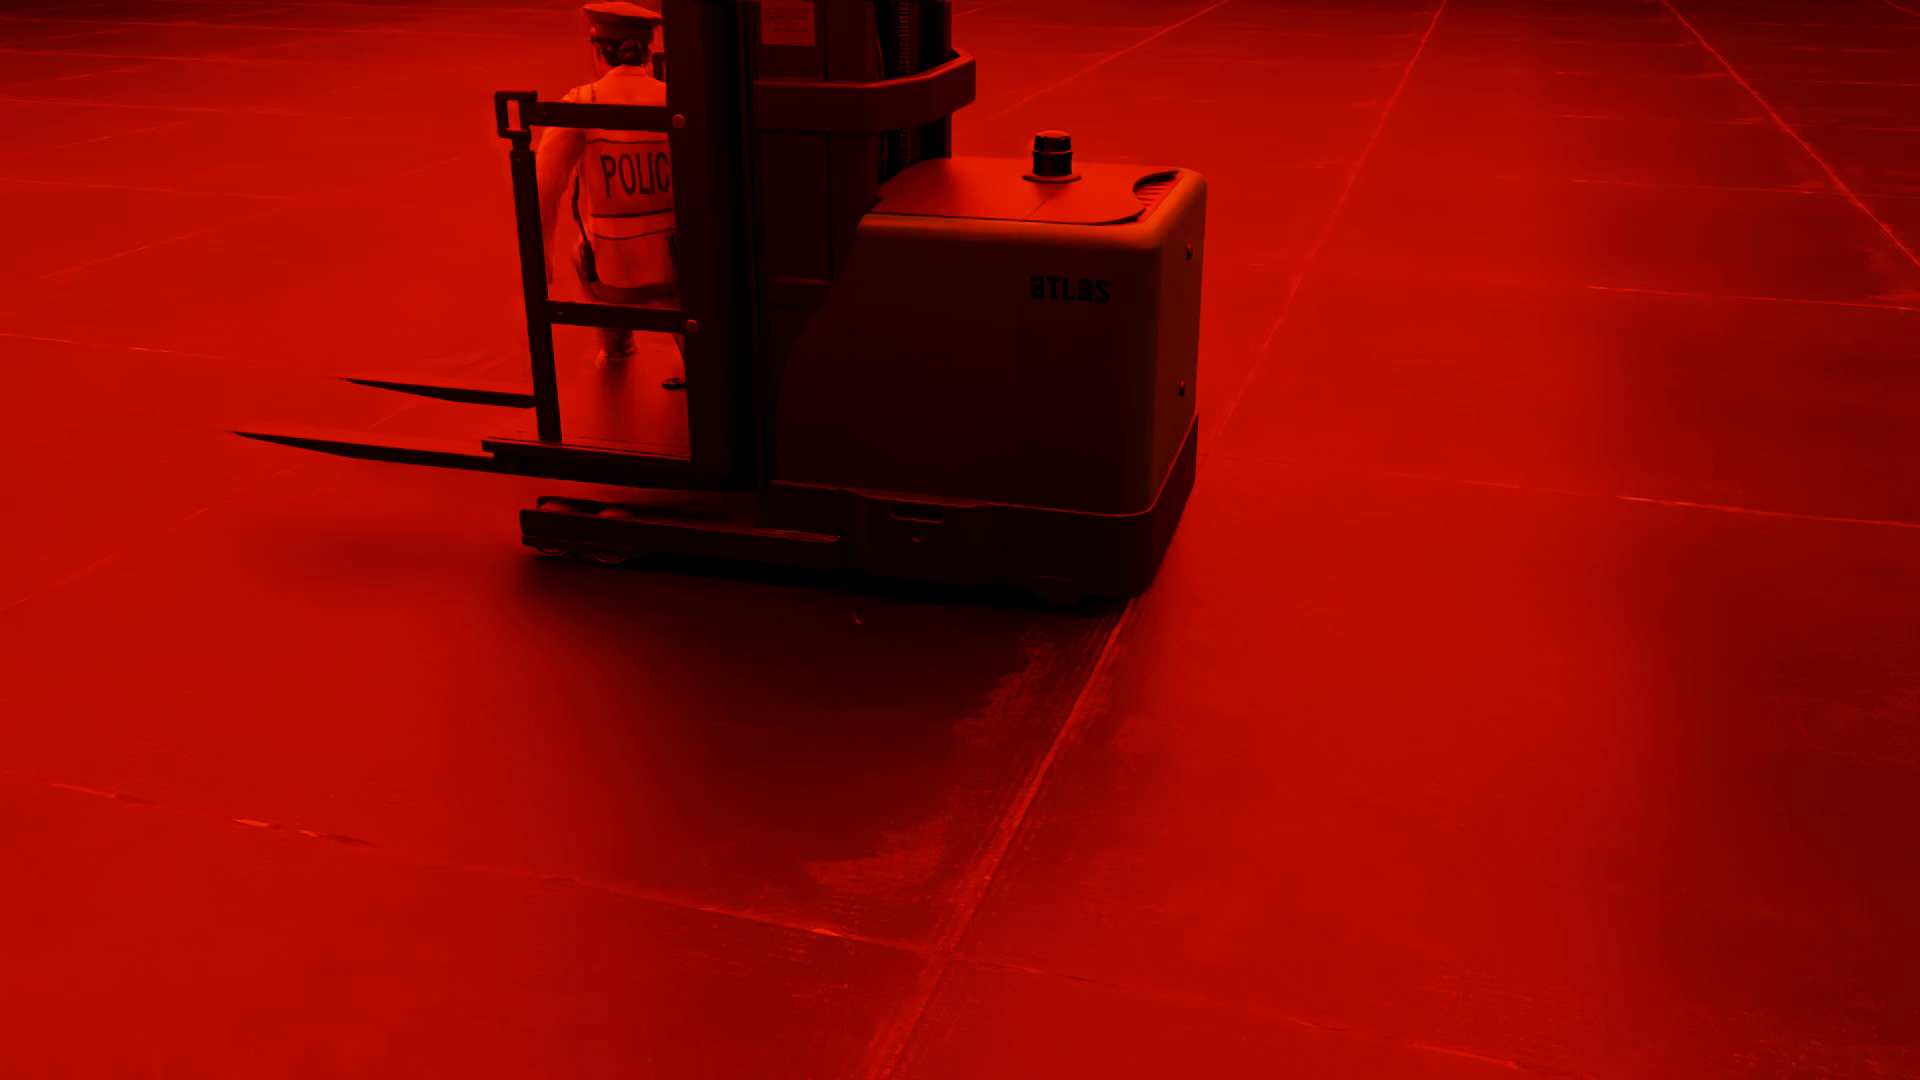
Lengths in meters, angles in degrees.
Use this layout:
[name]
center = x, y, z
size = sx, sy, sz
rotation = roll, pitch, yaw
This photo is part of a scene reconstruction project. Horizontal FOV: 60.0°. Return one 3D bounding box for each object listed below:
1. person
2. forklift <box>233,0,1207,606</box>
[person]
center = -1.100, -0.998, 5.321
size = 0.708, 1.405, 0.883
rotation = -12, 25, -26
[forklift]
center = -0.815, -1.470, 4.841
size = 3.031, 2.935, 1.130
rotation = 6, 23, 14
